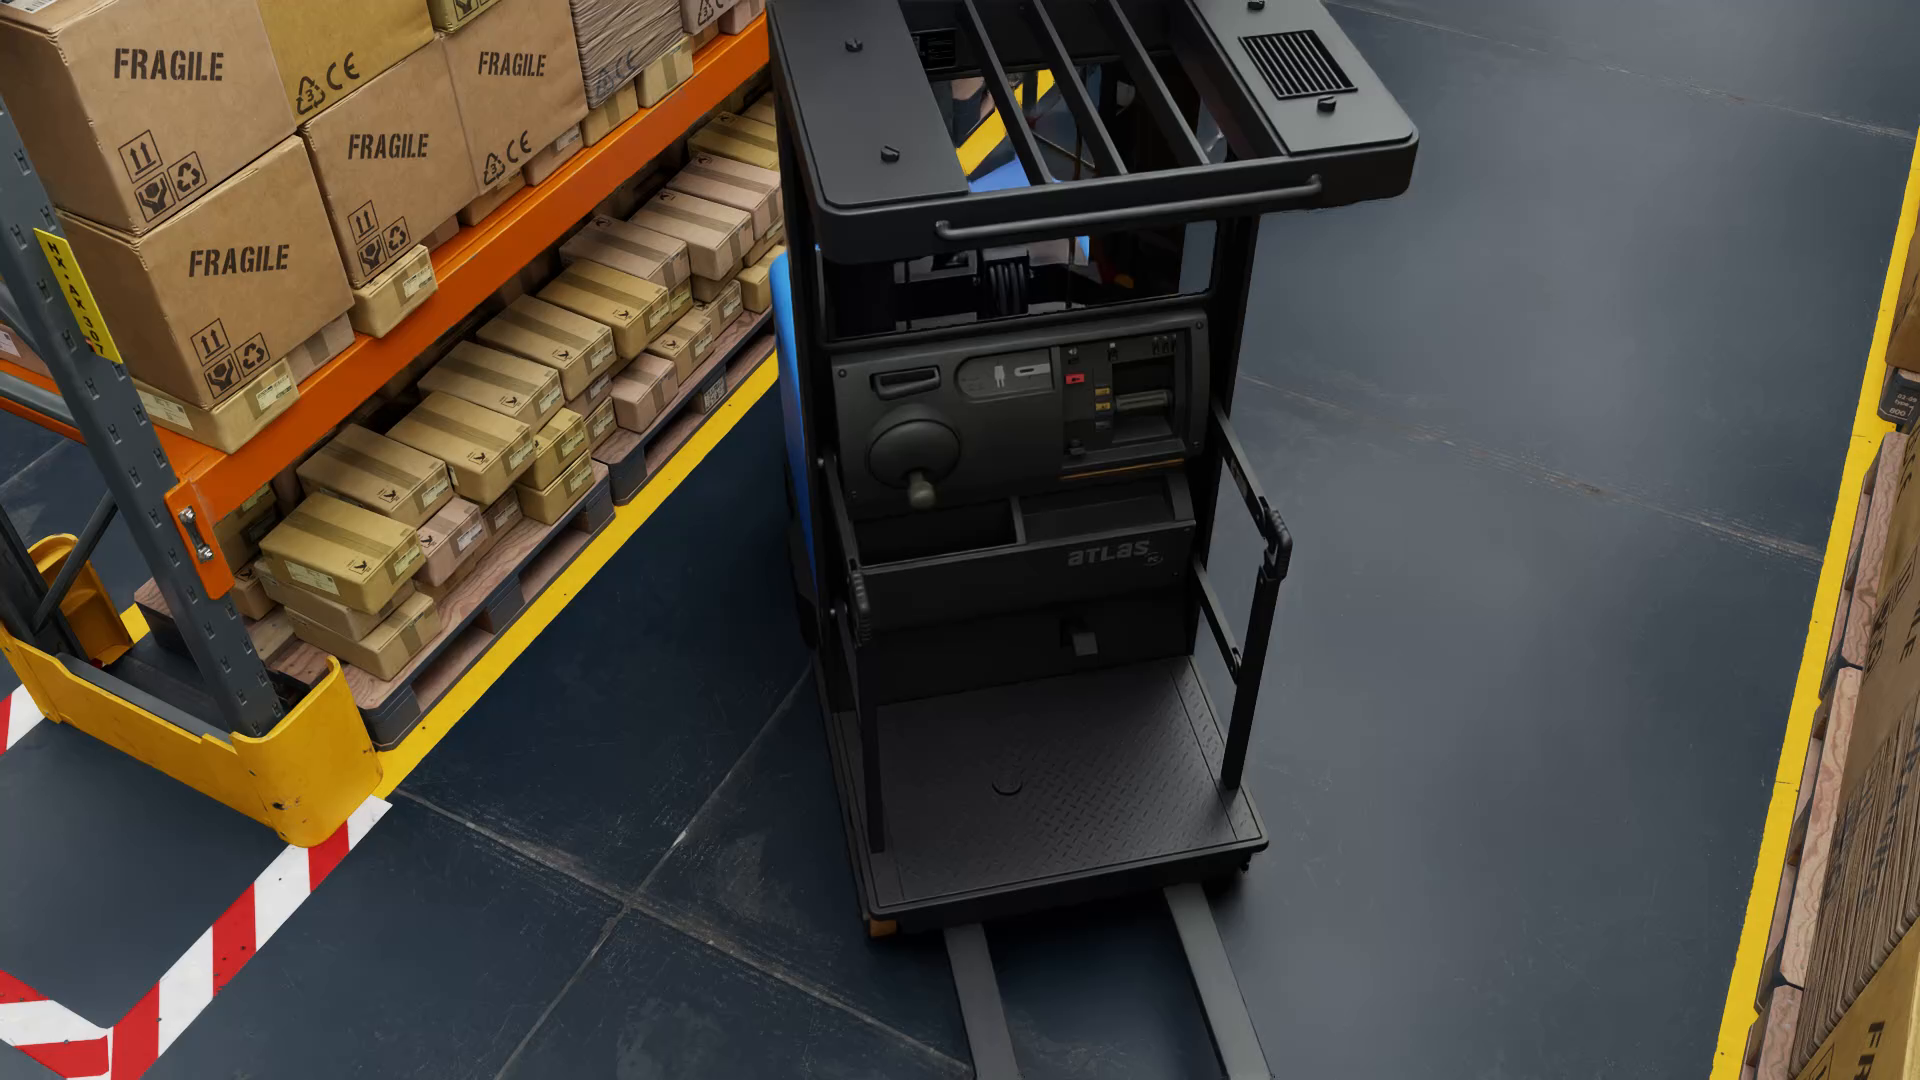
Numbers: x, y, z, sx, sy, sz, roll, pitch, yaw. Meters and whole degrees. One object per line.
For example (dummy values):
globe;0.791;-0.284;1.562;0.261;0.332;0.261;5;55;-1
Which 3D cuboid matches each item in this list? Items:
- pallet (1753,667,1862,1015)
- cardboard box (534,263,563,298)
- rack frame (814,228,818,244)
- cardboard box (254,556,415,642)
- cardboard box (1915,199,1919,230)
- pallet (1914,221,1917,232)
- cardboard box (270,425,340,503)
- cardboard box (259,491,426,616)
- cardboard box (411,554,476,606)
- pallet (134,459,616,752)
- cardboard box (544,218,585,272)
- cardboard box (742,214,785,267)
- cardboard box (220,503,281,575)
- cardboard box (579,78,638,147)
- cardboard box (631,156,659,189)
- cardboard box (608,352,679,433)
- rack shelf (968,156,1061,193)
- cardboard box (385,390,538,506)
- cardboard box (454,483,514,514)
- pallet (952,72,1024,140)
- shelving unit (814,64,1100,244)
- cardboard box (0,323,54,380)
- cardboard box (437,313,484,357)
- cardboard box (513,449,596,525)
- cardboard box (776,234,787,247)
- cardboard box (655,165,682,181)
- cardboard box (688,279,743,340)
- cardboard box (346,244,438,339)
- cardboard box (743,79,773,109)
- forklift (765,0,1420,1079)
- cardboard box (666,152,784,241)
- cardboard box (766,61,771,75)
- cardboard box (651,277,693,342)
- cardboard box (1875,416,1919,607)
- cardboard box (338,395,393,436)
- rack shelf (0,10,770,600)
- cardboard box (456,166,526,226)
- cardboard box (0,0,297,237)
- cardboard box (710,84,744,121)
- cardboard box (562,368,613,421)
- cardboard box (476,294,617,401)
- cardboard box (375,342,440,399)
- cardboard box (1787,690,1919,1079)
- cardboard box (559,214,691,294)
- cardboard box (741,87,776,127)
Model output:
pallet;2.857;0.995;4.618;1.003;0.211;1.213;20;49;19
cardboard box;-1.659;-1.064;6.193;0.380;0.149;0.250;21;49;19
rack frame;-0.327;-0.904;5.589;0.032;1.500;0.500;-34;54;-29
cardboard box;-1.888;0.114;5.029;0.380;0.149;0.250;22;49;21
cardboard box;4.538;-1.583;6.404;1.225;0.875;0.875;19;48;18
pallet;4.701;-1.512;7.096;1.003;0.211;1.213;20;49;19
cardboard box;-2.170;-0.302;5.230;0.380;0.149;0.250;21;49;20
cardboard box;-1.815;0.037;4.896;0.380;0.149;0.250;18;48;17
cardboard box;-1.783;0.047;5.303;0.380;0.149;0.250;20;49;19
pallet;-1.915;0.041;5.561;1.003;0.211;1.213;20;49;19
cardboard box;-1.594;-1.141;6.059;0.380;0.149;0.250;21;49;19
cardboard box;-0.894;-1.216;6.342;0.380;0.149;0.250;22;49;20
cardboard box;-2.367;-0.068;5.208;0.380;0.149;0.250;19;48;18
cardboard box;-1.239;-1.398;5.199;0.380;0.149;0.250;22;49;20
cardboard box;-1.391;-1.482;6.397;0.380;0.149;0.250;21;49;20
cardboard box;-1.232;-0.557;5.900;0.380;0.149;0.250;18;48;17
rack shelf;0.042;-1.026;5.962;1.000;0.185;0.538;-34;54;-29
cardboard box;-1.563;-0.293;5.222;0.380;0.149;0.250;20;49;19
cardboard box;-1.676;-0.224;5.362;0.380;0.149;0.250;21;49;20
pallet;-0.142;-2.422;7.995;1.003;0.211;1.213;20;49;19
shelving unit;0.042;-1.152;5.834;1.048;1.500;0.538;-34;54;-29
cardboard box;-2.458;-0.601;4.412;0.380;0.149;0.250;21;49;19
cardboard box;-1.898;-0.726;5.859;0.380;0.149;0.250;21;49;20
cardboard box;-1.458;-0.236;5.584;0.380;0.149;0.250;21;49;20
cardboard box;-0.872;-1.247;6.583;0.380;0.149;0.250;19;48;18
cardboard box;-1.201;-1.515;6.638;0.380;0.149;0.250;18;48;17
cardboard box;-1.043;-0.903;6.242;0.380;0.149;0.250;21;49;20
cardboard box;-1.664;-0.724;4.533;0.380;0.149;0.250;19;48;18
cardboard box;-0.992;-1.849;6.969;0.380;0.149;0.250;21;49;19
forklift;0.204;-0.221;3.908;1.130;2.935;3.031;-9;46;-8
cardboard box;-0.863;-1.283;6.200;0.380;0.149;0.250;18;48;17
cardboard box;-0.845;-2.117;7.024;0.380;0.149;0.250;22;49;21
cardboard box;-1.198;-0.899;6.030;0.380;0.149;0.250;23;50;21
cardboard box;3.467;-0.221;5.058;0.875;0.875;0.875;20;49;19
cardboard box;-2.127;-0.396;5.532;0.380;0.149;0.250;19;48;17
rack shelf;-1.430;-1.398;5.528;1.077;0.370;4.000;20;49;19
cardboard box;-1.518;-1.096;4.900;0.380;0.149;0.250;20;49;19
cardboard box;-1.915;-1.077;3.723;0.500;0.500;0.500;20;49;19
cardboard box;-1.100;-1.787;6.698;0.380;0.149;0.250;20;49;19
cardboard box;-1.422;-0.548;5.682;0.380;0.149;0.250;18;48;17
cardboard box;-1.384;-0.648;5.573;0.380;0.149;0.250;22;49;21
cardboard box;-1.986;-0.649;5.574;0.380;0.149;0.250;19;48;18
cardboard box;2.636;0.907;3.943;0.875;0.875;0.875;20;49;19
cardboard box;-1.189;-0.989;5.909;0.380;0.149;0.250;21;49;19
cardboard box;-0.629;-1.622;6.535;0.380;0.149;0.250;20;49;19
